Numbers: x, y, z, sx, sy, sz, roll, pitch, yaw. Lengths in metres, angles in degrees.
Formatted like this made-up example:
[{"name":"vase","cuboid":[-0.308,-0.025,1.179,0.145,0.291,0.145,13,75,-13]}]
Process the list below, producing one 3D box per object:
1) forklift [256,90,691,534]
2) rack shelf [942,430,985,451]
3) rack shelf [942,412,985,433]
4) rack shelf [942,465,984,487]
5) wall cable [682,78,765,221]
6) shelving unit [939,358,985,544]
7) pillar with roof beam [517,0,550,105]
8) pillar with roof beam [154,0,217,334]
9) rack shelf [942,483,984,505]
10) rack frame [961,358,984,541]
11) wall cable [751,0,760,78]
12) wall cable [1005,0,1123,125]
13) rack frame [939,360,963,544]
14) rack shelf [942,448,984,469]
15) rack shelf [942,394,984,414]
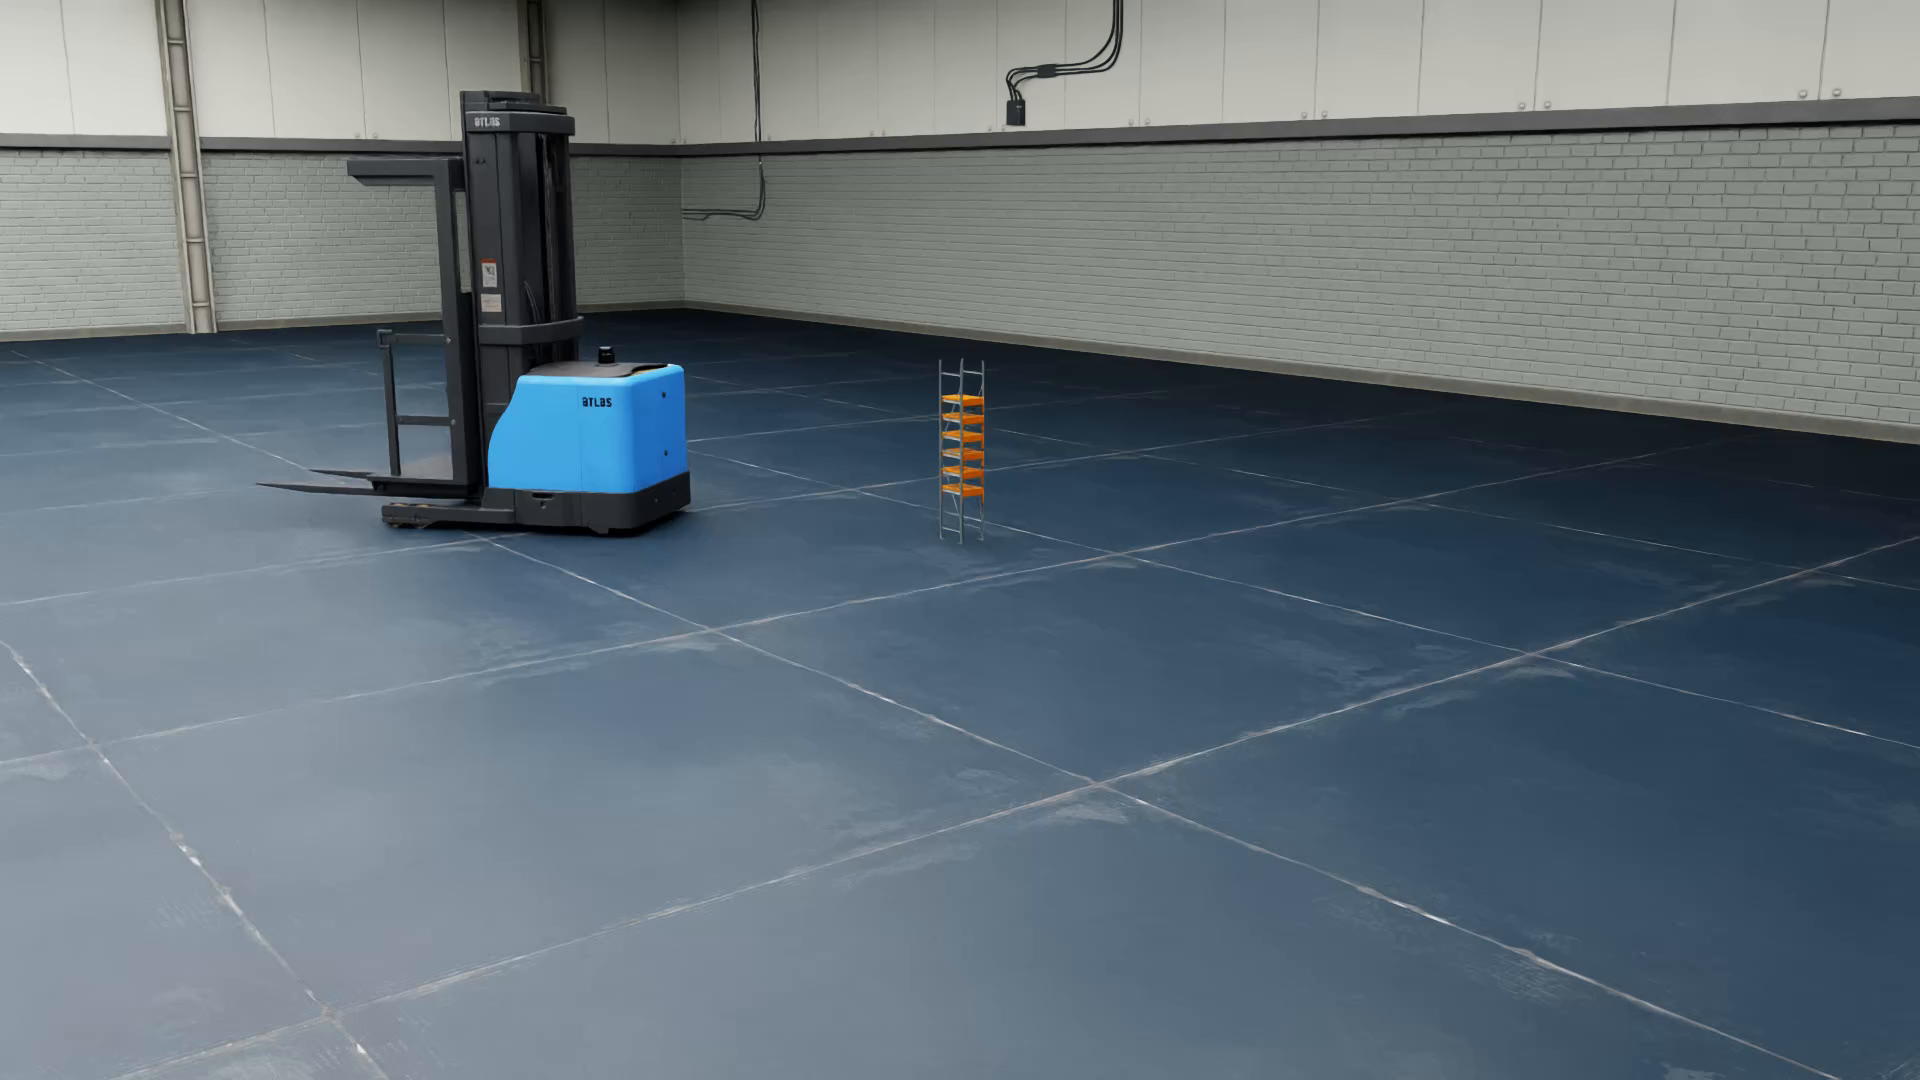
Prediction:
[{"name":"forklift","cuboid":[-3.524,-1.615,11.677,3.031,2.935,1.130,3,12,14]},{"name":"rack shelf","cuboid":[0.011,-0.663,10.997,0.180,0.103,0.258,-9,15,-38]},{"name":"rack shelf","cuboid":[0.011,-0.780,10.972,0.180,0.103,0.258,-9,15,-38]},{"name":"rack shelf","cuboid":[0.011,-0.428,11.047,0.180,0.103,0.258,-9,15,-38]},{"name":"wall cable","cuboid":[-4.492,-7.197,30.832,0.112,2.526,3.097,-9,15,-38]},{"name":"shelving unit","cuboid":[0.011,-0.589,11.013,0.189,1.200,0.258,-9,15,-38]},{"name":"pillar with roof beam","cuboid":[-4.930,-7.850,26.431,0.400,9.000,9.100,-9,15,-38]},{"name":"pillar with roof beam","cuboid":[-9.615,-7.071,22.764,0.400,9.000,9.100,-9,15,-38]},{"name":"rack shelf","cuboid":[0.011,-0.311,11.072,0.180,0.103,0.258,-9,15,-38]},{"name":"rack frame","cuboid":[0.083,-0.601,11.069,0.006,1.200,0.240,-9,15,-38]},{"name":"wall cable","cuboid":[-2.802,-9.228,28.241,0.112,2.526,3.097,-9,15,-38]},{"name":"wall cable","cuboid":[1.426,-8.837,22.895,0.169,6.003,2.305,-9,15,-38]},{"name":"rack frame","cuboid":[-0.060,-0.577,10.957,0.006,1.200,0.240,-9,15,-38]},{"name":"rack shelf","cuboid":[0.011,-0.545,11.022,0.180,0.103,0.258,-9,15,-38]},{"name":"rack shelf","cuboid":[0.011,-0.897,10.947,0.180,0.103,0.258,-9,15,-38]}]
